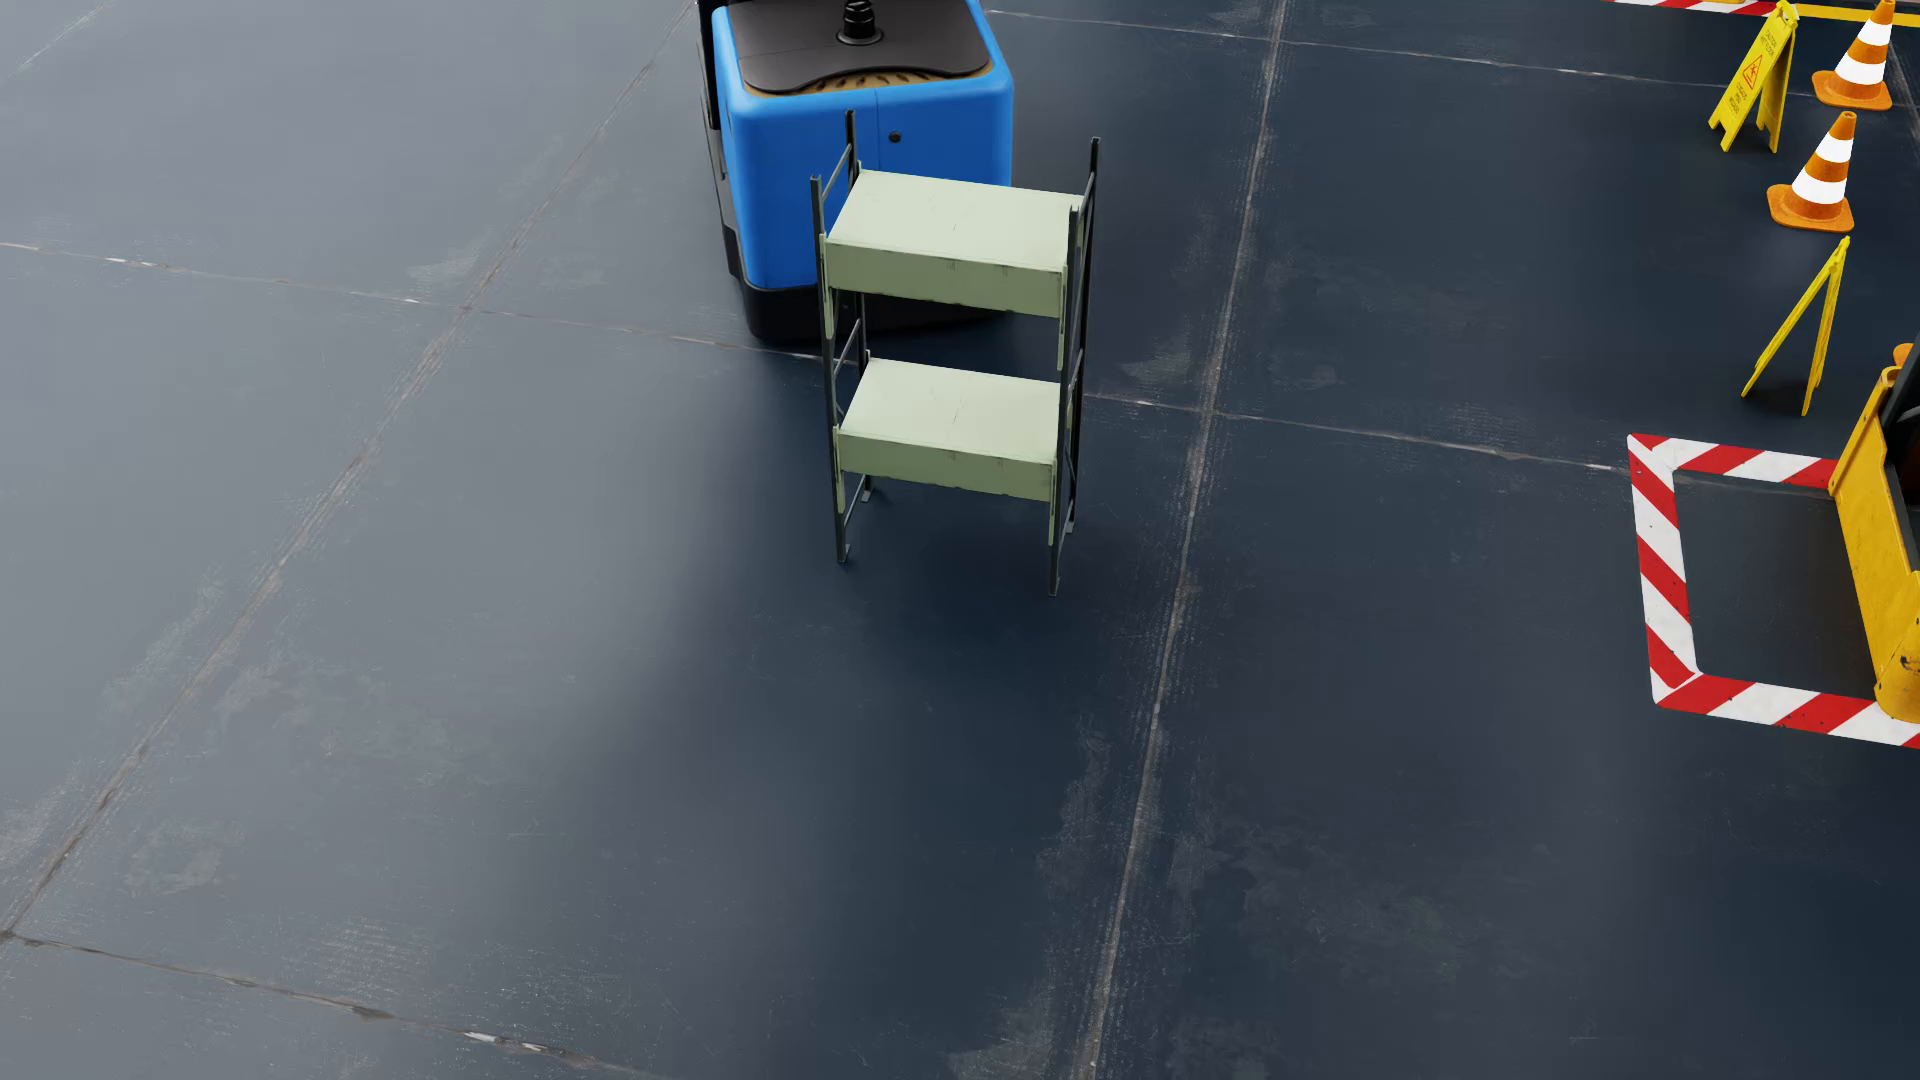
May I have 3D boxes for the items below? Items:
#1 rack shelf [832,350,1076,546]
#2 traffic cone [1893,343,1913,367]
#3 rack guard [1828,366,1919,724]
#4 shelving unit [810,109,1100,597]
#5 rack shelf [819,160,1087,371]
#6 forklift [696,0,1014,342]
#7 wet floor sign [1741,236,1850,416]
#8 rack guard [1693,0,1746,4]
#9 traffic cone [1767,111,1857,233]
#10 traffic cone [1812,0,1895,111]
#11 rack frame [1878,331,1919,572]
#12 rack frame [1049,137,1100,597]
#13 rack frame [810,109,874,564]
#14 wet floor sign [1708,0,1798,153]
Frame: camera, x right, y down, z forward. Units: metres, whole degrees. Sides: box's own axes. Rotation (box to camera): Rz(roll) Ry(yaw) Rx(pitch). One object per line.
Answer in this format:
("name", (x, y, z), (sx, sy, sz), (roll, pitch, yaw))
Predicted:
("rack shelf", (-0.007, -0.306, 5.457), (0.720, 0.370, 0.431), (9, 45, 9))
("traffic cone", (3.790, -0.802, 6.250), (0.334, 0.463, 0.336), (9, 45, 9))
("rack guard", (3.162, 0.003, 5.386), (0.348, 0.500, 1.175), (9, 45, 9))
("shelving unit", (-0.007, -0.541, 5.231), (0.755, 1.500, 0.431), (9, 45, 9))
("rack shelf", (-0.007, -0.823, 4.960), (0.720, 0.370, 0.431), (9, 45, 9))
("forklift", (-0.585, -2.858, 6.606), (1.130, 2.935, 3.031), (-8, 44, -8))
("wet floor sign", (3.136, -0.813, 6.130), (0.232, 0.644, 0.267), (24, 49, 23))
("rack guard", (4.047, -3.377, 8.898), (0.348, 0.500, 1.175), (9, 45, 9))
("traffic cone", (3.700, -1.605, 7.084), (0.334, 0.463, 0.336), (9, 45, 9))
("traffic cone", (4.279, -2.318, 7.825), (0.334, 0.463, 0.336), (9, 45, 9))
("rack frame", (3.088, -0.909, 4.531), (0.127, 3.000, 1.000), (9, 45, 9))
("rack frame", (0.351, -0.486, 5.173), (0.023, 1.500, 0.400), (9, 45, 9))
("rack frame", (-0.364, -0.597, 5.289), (0.023, 1.500, 0.400), (9, 45, 9))
("wet floor sign", (3.610, -2.090, 7.456), (0.232, 0.644, 0.267), (2, 44, 2))
